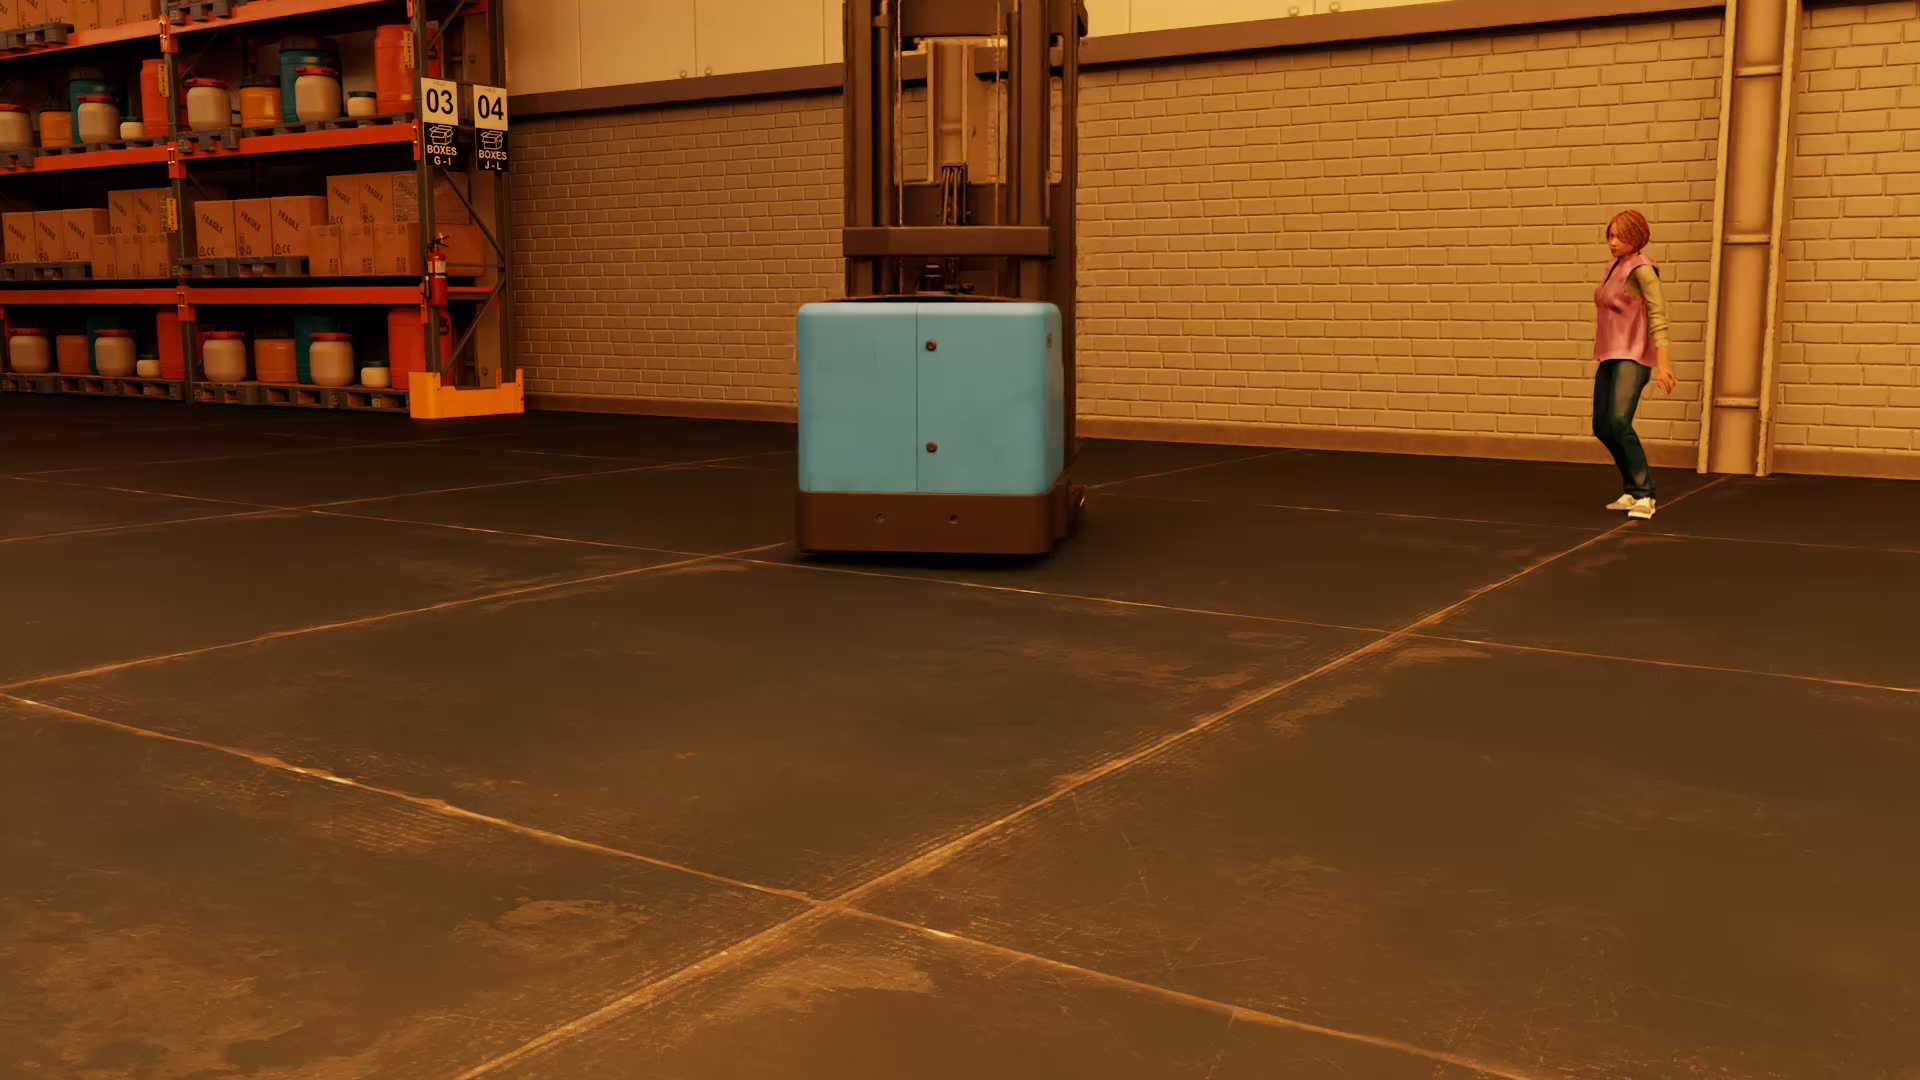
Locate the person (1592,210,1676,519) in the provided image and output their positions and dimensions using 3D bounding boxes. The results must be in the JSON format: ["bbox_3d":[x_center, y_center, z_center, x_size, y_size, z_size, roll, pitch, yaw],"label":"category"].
[{"bbox_3d":[3.464,-0.897,8.555,0.414,1.569,0.744,0,8,0],"label":"person"}]

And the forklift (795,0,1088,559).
[{"bbox_3d":[0.035,-1.541,8.026,1.130,2.935,3.031,1,8,8],"label":"forklift"}]
